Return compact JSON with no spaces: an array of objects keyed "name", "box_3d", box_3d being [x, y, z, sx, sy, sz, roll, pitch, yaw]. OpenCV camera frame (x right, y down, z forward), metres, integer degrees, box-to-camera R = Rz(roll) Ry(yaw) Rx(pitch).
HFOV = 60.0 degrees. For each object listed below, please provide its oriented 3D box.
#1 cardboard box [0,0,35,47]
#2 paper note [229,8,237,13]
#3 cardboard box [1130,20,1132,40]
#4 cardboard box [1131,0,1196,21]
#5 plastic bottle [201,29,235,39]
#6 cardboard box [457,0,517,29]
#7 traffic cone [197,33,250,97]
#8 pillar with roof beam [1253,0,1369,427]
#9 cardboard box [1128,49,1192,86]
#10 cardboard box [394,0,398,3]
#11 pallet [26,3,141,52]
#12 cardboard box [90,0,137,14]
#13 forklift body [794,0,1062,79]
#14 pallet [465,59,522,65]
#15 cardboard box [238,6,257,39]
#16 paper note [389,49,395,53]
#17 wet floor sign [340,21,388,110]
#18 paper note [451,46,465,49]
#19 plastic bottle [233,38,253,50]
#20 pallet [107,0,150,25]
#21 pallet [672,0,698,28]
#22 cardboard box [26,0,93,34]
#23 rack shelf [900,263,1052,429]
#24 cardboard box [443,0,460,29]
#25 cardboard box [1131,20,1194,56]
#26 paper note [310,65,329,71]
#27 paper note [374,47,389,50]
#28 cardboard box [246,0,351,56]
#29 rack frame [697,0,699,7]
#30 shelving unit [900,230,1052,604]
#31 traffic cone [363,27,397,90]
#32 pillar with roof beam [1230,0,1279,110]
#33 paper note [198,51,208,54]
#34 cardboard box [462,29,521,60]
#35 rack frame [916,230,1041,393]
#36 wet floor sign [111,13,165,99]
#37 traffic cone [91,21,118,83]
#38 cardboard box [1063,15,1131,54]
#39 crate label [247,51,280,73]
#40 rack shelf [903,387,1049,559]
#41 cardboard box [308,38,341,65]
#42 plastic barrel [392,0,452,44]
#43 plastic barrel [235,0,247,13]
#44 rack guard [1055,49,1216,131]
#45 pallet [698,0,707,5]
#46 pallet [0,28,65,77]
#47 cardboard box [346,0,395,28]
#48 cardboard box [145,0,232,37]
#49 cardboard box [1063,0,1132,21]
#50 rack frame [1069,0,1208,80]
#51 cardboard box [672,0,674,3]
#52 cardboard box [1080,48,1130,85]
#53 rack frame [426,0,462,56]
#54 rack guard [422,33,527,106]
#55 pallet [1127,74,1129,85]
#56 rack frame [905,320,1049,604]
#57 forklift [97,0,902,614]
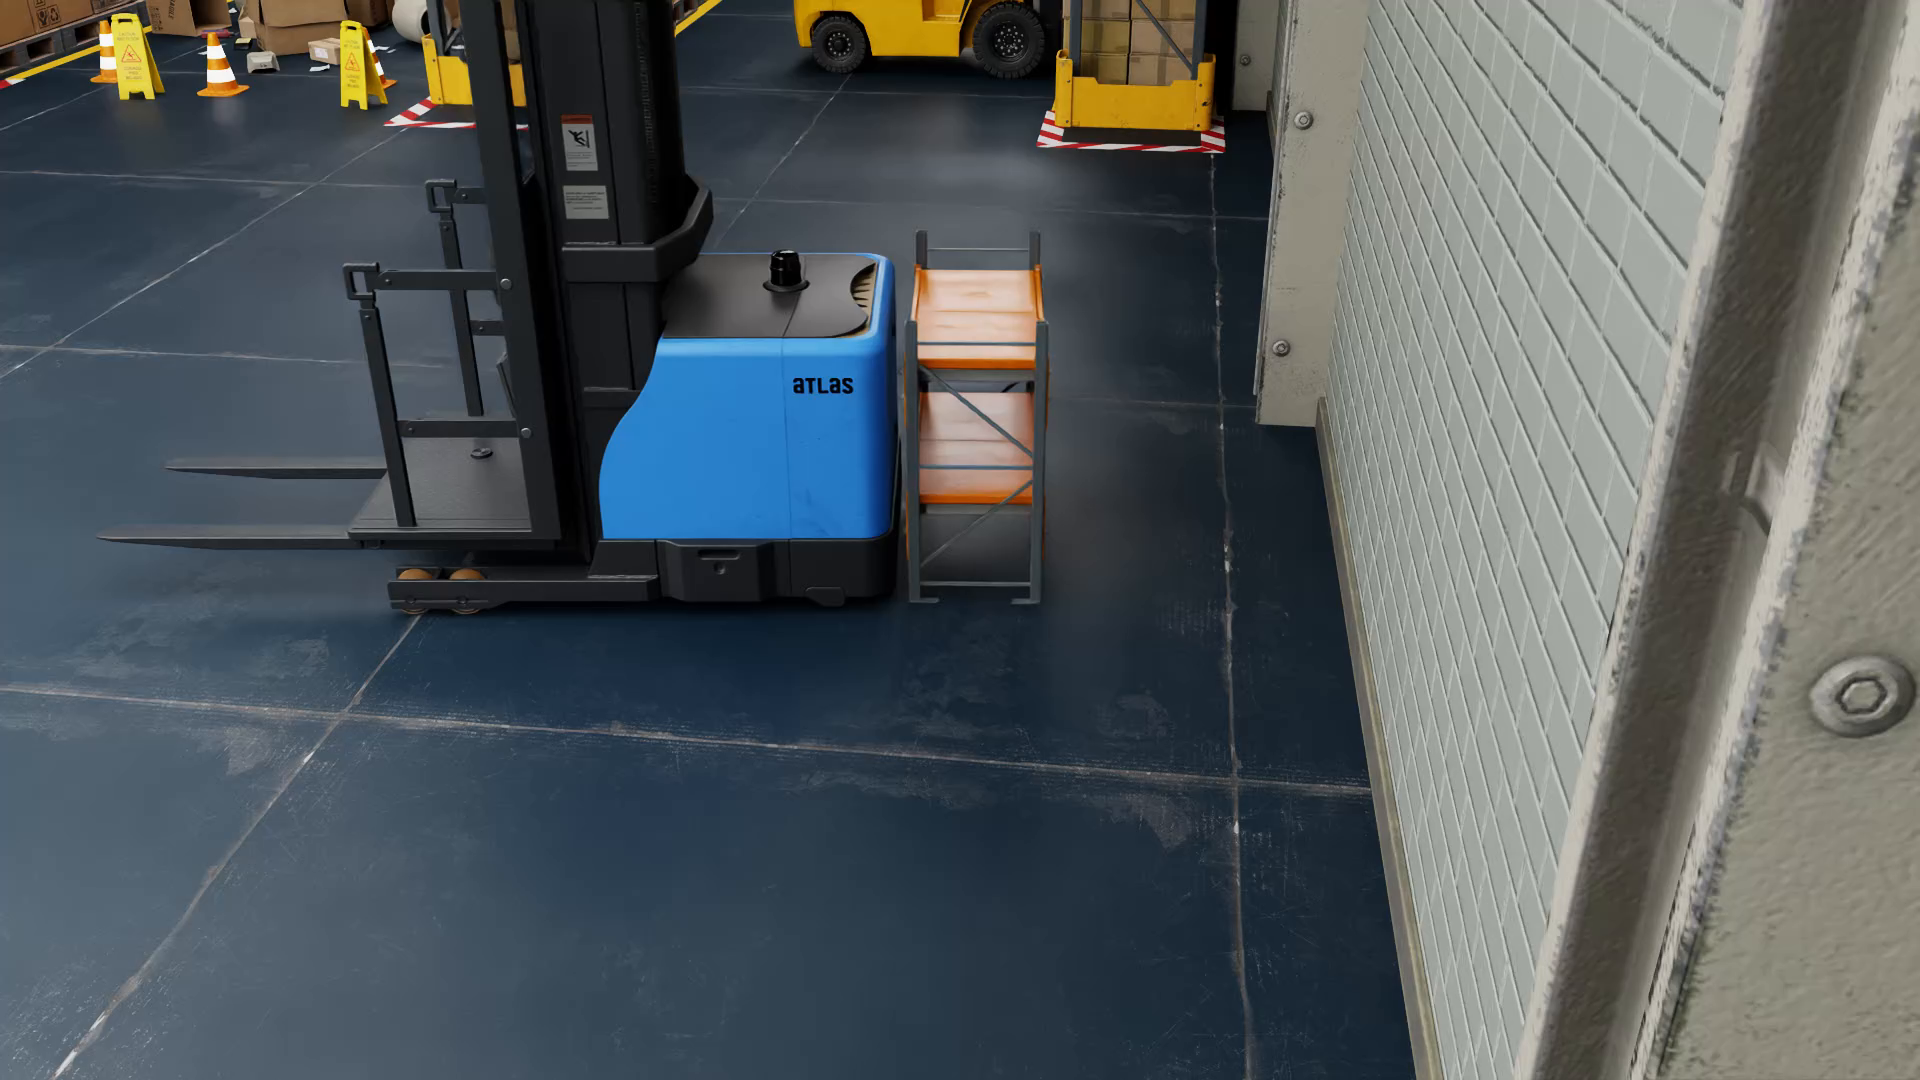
[{"name":"cardboard box","box_3d":[-8.520,-4.596,13.915,0.875,0.875,0.875,4,29,6]},{"name":"paper note","box_3d":[-7.231,-5.230,16.425,0.147,0.020,0.142,-17,33,-29]},{"name":"cardboard box","box_3d":[1.136,-4.174,13.263,0.500,0.250,0.500,3,28,6]},{"name":"cardboard box","box_3d":[1.561,-4.126,12.648,0.500,0.250,0.500,3,28,5]},{"name":"plastic bottle","box_3d":[-6.856,-4.682,15.377,0.283,0.061,0.133,-6,29,-11]},{"name":"cardboard box","box_3d":[-3.773,-4.480,13.568,0.500,0.500,0.500,4,29,7]},{"name":"traffic cone","box_3d":[-5.984,-3.848,13.405,0.336,0.463,0.334,3,28,6]},{"name":"pillar with roof beam","box_3d":[-2.714,-4.839,6.244,9.100,9.000,0.400,3,28,6]},{"name":"cardboard box","box_3d":[1.568,-3.691,12.894,0.500,0.250,0.500,3,29,6]},{"name":"cardboard box","box_3d":[-5.352,-5.204,16.129,0.258,0.266,0.396,-17,33,-29]},{"name":"pallet","box_3d":[-8.365,-4.749,15.343,1.003,0.211,1.213,3,28,6]},{"name":"cardboard box","box_3d":[-8.301,-5.439,15.481,0.875,0.875,0.875,4,29,7]},{"name":"forklift body","box_3d":[-0.264,-5.121,13.988,2.313,2.155,1.214,3,28,6]},{"name":"pallet","box_3d":[-3.469,-3.972,13.899,1.003,0.211,1.213,3,28,6]},{"name":"cardboard box","box_3d":[-6.430,-4.786,15.354,0.396,0.266,0.258,8,29,15]},{"name":"paper note","box_3d":[-5.072,-4.365,14.841,0.032,0.001,0.123,3,28,6]},{"name":"wet floor sign","box_3d":[-4.698,-3.719,12.973,0.267,0.644,0.232,14,31,24]},{"name":"paper note","box_3d":[-4.505,-4.441,14.962,0.142,0.019,0.148,-6,29,-11]},{"name":"plastic bottle","box_3d":[-6.465,-4.485,15.010,0.133,0.061,0.283,-6,29,-11]},{"name":"pallet","box_3d":[-8.218,-5.325,16.412,1.003,0.211,1.213,3,28,6]},{"name":"pallet","box_3d":[-3.170,-5.120,16.031,1.003,0.211,1.213,3,28,6]},{"name":"cardboard box","box_3d":[-8.414,-5.010,14.684,0.875,0.875,0.875,3,28,5]},{"name":"rack shelf","box_3d":[0.065,-0.760,6.358,0.538,0.278,1.000,0,28,1]},{"name":"cardboard box","box_3d":[-4.604,-5.141,15.763,0.500,0.500,0.500,-24,36,-37]},{"name":"cardboard box","box_3d":[1.578,-3.900,12.756,0.500,0.250,0.500,4,29,7]},{"name":"paper note","box_3d":[-5.472,-4.037,14.210,0.148,0.019,0.142,-6,29,-11]},{"name":"paper note","box_3d":[-5.219,-4.423,14.939,0.148,0.019,0.142,14,31,24]},{"name":"cardboard box","box_3d":[-5.910,-4.658,14.866,0.797,0.503,0.637,-17,33,-29]},{"name":"rack frame","box_3d":[-3.122,-6.666,15.961,1.000,3.000,0.127,3,28,6]},{"name":"shelving unit","box_3d":[0.065,-0.502,6.497,0.538,1.125,1.048,0,28,1]},{"name":"traffic cone","box_3d":[-4.840,-3.944,13.582,0.336,0.463,0.334,3,28,6]},{"name":"pillar with roof beam","box_3d":[-1.979,-7.663,11.486,9.100,9.000,0.400,3,28,6]},{"name":"paper note","box_3d":[-6.666,-4.335,14.766,0.144,0.017,0.142,14,31,24]},{"name":"cardboard box","box_3d":[-3.778,-4.165,13.774,0.500,0.250,0.500,3,28,6]},{"name":"rack frame","box_3d":[0.073,-0.743,6.944,0.500,1.125,0.032,0,28,1]},{"name":"wet floor sign","box_3d":[-6.576,-3.858,13.231,0.267,0.644,0.232,-1,28,-3]},{"name":"traffic cone","box_3d":[-7.063,-4.074,13.824,0.336,0.463,0.334,3,28,6]},{"name":"cardboard box","box_3d":[1.064,-3.938,12.826,0.500,0.250,0.500,3,28,6]},{"name":"crate label","box_3d":[-5.949,-4.078,14.176,0.250,0.136,0.298,-11,30,-20]},{"name":"rack shelf","box_3d":[0.065,-0.287,6.613,0.538,0.278,1.000,0,28,1]},{"name":"cardboard box","box_3d":[-5.457,-4.262,14.504,0.380,0.149,0.250,20,34,32]},{"name":"plastic barrel","box_3d":[-4.862,-4.709,15.045,0.421,0.421,0.512,-24,36,-37]},{"name":"plastic barrel","box_3d":[-6.664,-5.149,15.861,0.421,0.421,0.512,-24,36,-37]},{"name":"rack guard","box_3d":[1.311,-3.385,12.505,1.175,0.500,0.348,3,28,6]},{"name":"pallet","box_3d":[-3.029,-5.805,17.302,1.003,0.211,1.213,3,28,6]},{"name":"pallet","box_3d":[-8.517,-4.176,14.280,1.003,0.211,1.213,3,28,6]},{"name":"cardboard box","box_3d":[-5.804,-5.158,15.651,0.797,0.637,0.503,3,28,6]},{"name":"cardboard box","box_3d":[-7.219,-5.016,15.531,0.500,0.500,0.500,8,29,15]},{"name":"cardboard box","box_3d":[1.061,-4.146,12.685,0.500,0.250,0.500,4,29,8]},{"name":"rack frame","box_3d":[1.314,-4.496,11.933,1.000,3.000,0.127,3,28,6]},{"name":"cardboard box","box_3d":[-2.983,-5.095,15.501,0.500,0.250,0.500,3,28,5]},{"name":"cardboard box","box_3d":[1.058,-3.710,12.931,0.500,0.250,0.500,4,29,7]},{"name":"rack frame","box_3d":[-3.613,-4.783,12.466,1.000,3.000,0.127,3,28,6]},{"name":"rack guard","box_3d":[-3.603,-3.718,13.125,1.175,0.500,0.348,3,28,6]},{"name":"pallet","box_3d":[1.366,-3.631,13.268,1.003,0.211,1.213,3,28,6]},{"name":"rack frame","box_3d":[0.058,-0.261,6.049,0.500,1.125,0.032,0,28,1]},{"name":"forklift","box_3d":[-1.761,-1.263,6.004,3.031,2.935,1.130,0,28,0]}]
